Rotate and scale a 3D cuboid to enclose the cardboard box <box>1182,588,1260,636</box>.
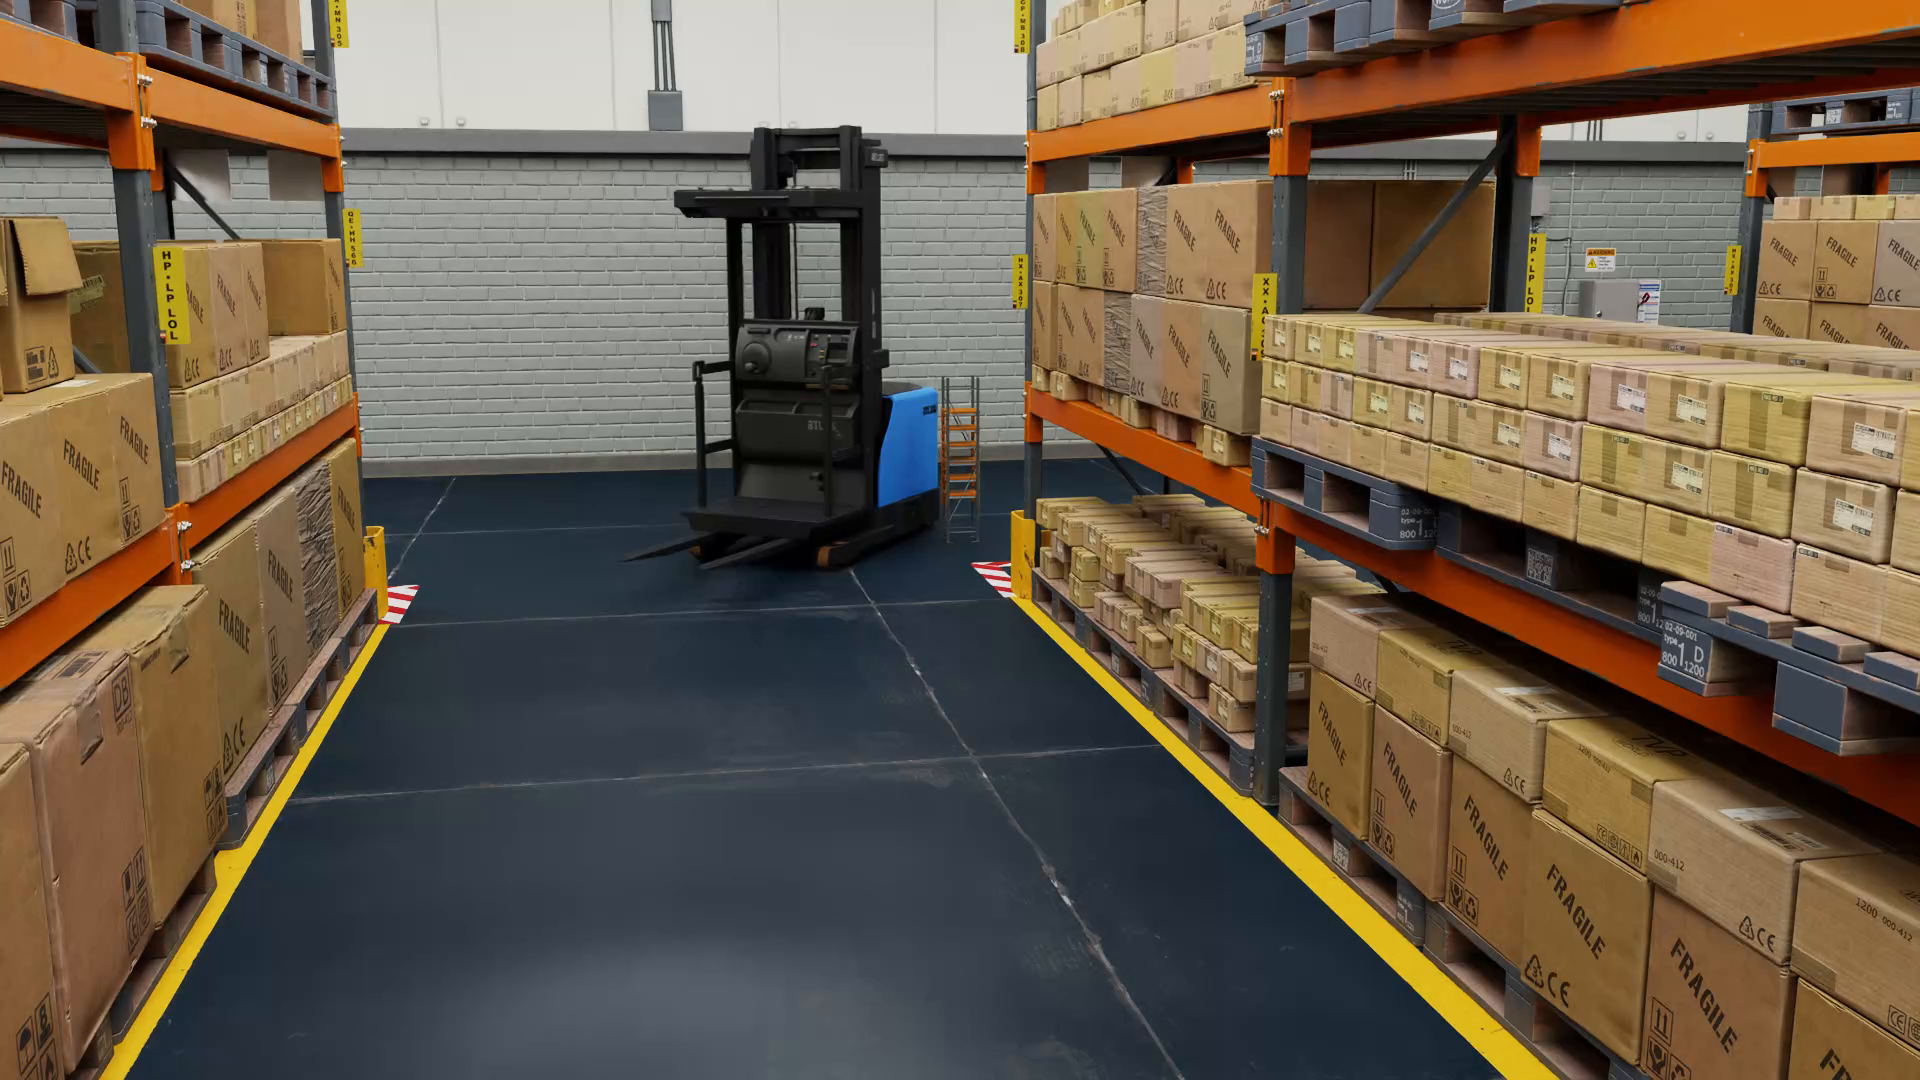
[{"bbox_3d":[1.213,0.318,7.412,0.380,0.149,0.250,-2,11,-12],"label":"cardboard box"}]

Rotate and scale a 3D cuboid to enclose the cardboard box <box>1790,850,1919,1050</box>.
[{"bbox_3d":[2.069,0.834,3.349,0.500,0.250,0.500,-2,11,-12],"label":"cardboard box"}]

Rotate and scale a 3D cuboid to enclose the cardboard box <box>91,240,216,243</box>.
[{"bbox_3d":[-4.056,-1.260,8.395,0.500,0.500,0.500,-2,11,-12],"label":"cardboard box"}]

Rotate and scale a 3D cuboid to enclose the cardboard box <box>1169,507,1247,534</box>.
[{"bbox_3d":[1.422,-0.090,9.556,0.380,0.149,0.250,-2,11,-12],"label":"cardboard box"}]

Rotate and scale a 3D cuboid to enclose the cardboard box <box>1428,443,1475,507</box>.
[{"bbox_3d":[1.566,-0.192,4.730,0.380,0.149,0.250,-2,11,-12],"label":"cardboard box"}]

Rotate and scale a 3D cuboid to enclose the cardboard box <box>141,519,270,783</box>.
[{"bbox_3d":[-3.253,0.438,6.431,0.875,0.875,0.875,-2,11,-11],"label":"cardboard box"}]

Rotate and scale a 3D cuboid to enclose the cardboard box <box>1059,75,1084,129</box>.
[{"bbox_3d":[0.838,-2.382,9.069,0.500,0.250,0.500,-2,11,-9],"label":"cardboard box"}]

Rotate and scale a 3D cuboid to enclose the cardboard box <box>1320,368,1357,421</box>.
[{"bbox_3d":[1.410,-0.482,5.461,0.380,0.149,0.250,-2,11,-10],"label":"cardboard box"}]

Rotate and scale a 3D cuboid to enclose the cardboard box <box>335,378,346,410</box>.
[{"bbox_3d":[-3.537,-0.784,8.968,0.380,0.149,0.250,-2,11,-10],"label":"cardboard box"}]

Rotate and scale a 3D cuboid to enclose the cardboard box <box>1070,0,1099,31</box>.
[{"bbox_3d":[0.803,-2.800,8.860,0.380,0.149,0.250,-2,11,-10],"label":"cardboard box"}]

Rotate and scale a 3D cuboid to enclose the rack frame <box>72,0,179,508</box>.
[{"bbox_3d":[-3.204,-0.275,5.620,1.000,3.000,0.127,-2,11,-11],"label":"rack frame"}]

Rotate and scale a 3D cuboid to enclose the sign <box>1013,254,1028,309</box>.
[{"bbox_3d":[0.371,-1.576,10.140,0.100,0.325,0.005,-2,11,-11],"label":"sign"}]

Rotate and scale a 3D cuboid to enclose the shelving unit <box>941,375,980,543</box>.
[{"bbox_3d":[0.003,-0.587,12.070,0.258,1.200,0.189,-2,11,-11],"label":"shelving unit"}]

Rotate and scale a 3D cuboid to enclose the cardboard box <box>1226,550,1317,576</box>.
[{"bbox_3d":[1.548,0.153,8.279,0.380,0.149,0.250,-3,11,-13],"label":"cardboard box"}]

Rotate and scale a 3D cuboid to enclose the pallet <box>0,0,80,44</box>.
[{"bbox_3d":[-2.977,-1.488,4.484,0.805,0.209,1.217,-3,11,-13],"label":"pallet"}]

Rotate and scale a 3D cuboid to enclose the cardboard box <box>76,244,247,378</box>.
[{"bbox_3d":[-3.134,-0.904,6.523,0.500,0.500,0.500,-2,11,-11],"label":"cardboard box"}]

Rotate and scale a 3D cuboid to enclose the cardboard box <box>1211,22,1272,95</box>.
[{"bbox_3d":[1.321,-1.917,6.625,0.500,0.250,0.500,-2,11,-10],"label":"cardboard box"}]

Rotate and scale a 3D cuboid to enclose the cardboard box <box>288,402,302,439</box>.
[{"bbox_3d":[-3.292,-0.552,7.745,0.380,0.149,0.250,-2,11,-10],"label":"cardboard box"}]

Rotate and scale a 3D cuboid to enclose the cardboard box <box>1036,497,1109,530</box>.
[{"bbox_3d":[0.672,-0.160,9.927,0.380,0.149,0.250,-3,11,-14],"label":"cardboard box"}]

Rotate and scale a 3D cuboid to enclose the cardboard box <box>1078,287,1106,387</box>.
[{"bbox_3d":[0.932,-1.086,8.817,0.500,0.500,0.500,-2,11,-10],"label":"cardboard box"}]

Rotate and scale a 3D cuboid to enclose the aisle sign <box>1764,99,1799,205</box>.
[{"bbox_3d":[5.441,-2.649,11.139,0.394,0.787,0.004,-2,11,-11],"label":"aisle sign"}]

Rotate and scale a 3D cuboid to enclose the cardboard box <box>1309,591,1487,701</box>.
[{"bbox_3d":[1.566,0.361,5.832,0.500,0.250,0.500,-3,11,-14],"label":"cardboard box"}]

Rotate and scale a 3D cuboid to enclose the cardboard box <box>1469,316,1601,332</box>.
[{"bbox_3d":[2.004,-0.696,5.791,0.380,0.149,0.250,-2,11,-13],"label":"cardboard box"}]

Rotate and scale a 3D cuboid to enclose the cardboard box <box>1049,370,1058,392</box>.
[{"bbox_3d":[0.735,-0.931,9.736,0.380,0.149,0.250,-2,11,-9],"label":"cardboard box"}]

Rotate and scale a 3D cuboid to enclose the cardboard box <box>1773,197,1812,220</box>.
[{"bbox_3d":[5.537,-2.153,10.810,0.380,0.149,0.250,-2,11,-10],"label":"cardboard box"}]

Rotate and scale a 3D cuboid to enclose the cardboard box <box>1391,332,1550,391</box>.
[{"bbox_3d":[1.511,-0.532,4.929,0.380,0.149,0.250,-2,11,-11],"label":"cardboard box"}]

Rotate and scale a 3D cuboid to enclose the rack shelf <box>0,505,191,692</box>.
[{"bbox_3d":[-2.815,0.445,3.760,1.077,0.370,4.000,-2,11,-11],"label":"rack shelf"}]

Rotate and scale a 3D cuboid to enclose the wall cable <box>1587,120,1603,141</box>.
[{"bbox_3d":[7.835,-5.489,16.868,2.988,3.039,0.133,-2,11,-11],"label":"wall cable"}]

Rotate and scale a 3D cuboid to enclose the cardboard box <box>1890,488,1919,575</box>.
[{"bbox_3d":[1.917,-0.007,2.961,0.380,0.149,0.250,-2,11,-10],"label":"cardboard box"}]

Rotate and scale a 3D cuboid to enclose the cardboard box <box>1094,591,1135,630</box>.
[{"bbox_3d":[0.926,0.365,8.760,0.380,0.149,0.250,-3,11,-14],"label":"cardboard box"}]

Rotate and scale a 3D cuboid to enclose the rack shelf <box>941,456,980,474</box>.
[{"bbox_3d":[0.003,-0.543,12.079,0.258,0.103,0.180,-2,11,-11],"label":"rack shelf"}]

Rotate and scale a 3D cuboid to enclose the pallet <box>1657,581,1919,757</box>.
[{"bbox_3d":[2.216,0.264,3.300,1.213,0.211,1.003,-2,11,-11],"label":"pallet"}]

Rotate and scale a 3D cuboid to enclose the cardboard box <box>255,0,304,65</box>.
[{"bbox_3d":[-3.828,-2.694,8.645,0.700,0.500,0.500,-3,11,-14],"label":"cardboard box"}]

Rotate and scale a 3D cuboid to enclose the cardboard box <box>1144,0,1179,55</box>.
[{"bbox_3d":[1.146,-2.349,7.559,0.500,0.250,0.500,-2,11,-9],"label":"cardboard box"}]

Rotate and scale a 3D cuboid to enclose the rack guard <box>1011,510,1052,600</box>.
[{"bbox_3d":[0.918,0.071,10.485,1.175,0.500,0.348,-2,11,-11],"label":"rack guard"}]

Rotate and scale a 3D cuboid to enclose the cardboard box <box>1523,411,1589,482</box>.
[{"bbox_3d":[1.664,-0.243,4.204,0.380,0.149,0.250,-2,11,-10],"label":"cardboard box"}]

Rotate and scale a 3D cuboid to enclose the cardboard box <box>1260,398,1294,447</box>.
[{"bbox_3d":[1.307,-0.431,5.987,0.380,0.149,0.250,-3,11,-14],"label":"cardboard box"}]

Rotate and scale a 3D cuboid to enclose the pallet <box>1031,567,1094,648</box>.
[{"bbox_3d":[1.041,0.363,9.723,1.003,0.211,1.213,-2,11,-11],"label":"pallet"}]

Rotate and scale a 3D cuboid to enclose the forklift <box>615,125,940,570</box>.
[{"bbox_3d":[-1.220,-1.327,11.328,1.130,2.935,3.031,5,12,24],"label":"forklift"}]

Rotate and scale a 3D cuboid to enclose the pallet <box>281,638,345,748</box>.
[{"bbox_3d":[-3.515,0.728,7.807,1.003,0.211,1.213,-2,11,-11],"label":"pallet"}]

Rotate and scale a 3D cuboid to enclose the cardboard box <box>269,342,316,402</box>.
[{"bbox_3d":[-3.430,-0.816,8.065,0.500,0.250,0.500,-3,11,-13],"label":"cardboard box"}]

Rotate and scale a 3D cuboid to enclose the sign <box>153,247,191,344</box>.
[{"bbox_3d":[-2.673,-0.827,5.632,0.100,0.325,0.005,-2,11,-11],"label":"sign"}]

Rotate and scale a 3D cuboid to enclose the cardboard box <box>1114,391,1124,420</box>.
[{"bbox_3d":[0.998,-0.692,8.480,0.380,0.149,0.250,-2,11,-9],"label":"cardboard box"}]

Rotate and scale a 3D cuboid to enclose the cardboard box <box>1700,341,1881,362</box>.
[{"bbox_3d":[2.257,-0.457,4.534,0.380,0.149,0.250,-2,11,-12],"label":"cardboard box"}]

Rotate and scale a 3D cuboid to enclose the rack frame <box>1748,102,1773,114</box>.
[{"bbox_3d":[5.739,-4.316,10.807,1.000,3.000,0.127,-2,11,-11],"label":"rack frame"}]

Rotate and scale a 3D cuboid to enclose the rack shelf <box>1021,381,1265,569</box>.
[{"bbox_3d":[1.292,-0.450,8.465,1.077,0.370,4.000,-2,11,-11],"label":"rack shelf"}]

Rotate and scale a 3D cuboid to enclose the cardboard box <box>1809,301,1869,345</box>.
[{"bbox_3d":[5.677,-1.228,10.359,0.500,0.500,0.500,-2,11,-12],"label":"cardboard box"}]

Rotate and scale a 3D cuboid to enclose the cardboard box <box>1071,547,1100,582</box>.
[{"bbox_3d":[0.829,0.128,9.209,0.380,0.149,0.250,-2,11,-9],"label":"cardboard box"}]

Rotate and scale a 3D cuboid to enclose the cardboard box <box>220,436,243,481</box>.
[{"bbox_3d":[-3.038,-0.315,6.499,0.380,0.149,0.250,-2,11,-9],"label":"cardboard box"}]

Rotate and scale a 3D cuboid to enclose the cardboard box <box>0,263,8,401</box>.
[{"bbox_3d":[-2.949,-0.574,4.240,0.797,0.503,0.637,-2,11,-10],"label":"cardboard box"}]

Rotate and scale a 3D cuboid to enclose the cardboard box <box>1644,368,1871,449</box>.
[{"bbox_3d":[1.761,-0.295,3.681,0.380,0.149,0.250,-2,11,-9],"label":"cardboard box"}]

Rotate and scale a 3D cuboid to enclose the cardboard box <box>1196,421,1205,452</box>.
[{"bbox_3d":[1.246,-0.452,7.221,0.380,0.149,0.250,-2,11,-9],"label":"cardboard box"}]

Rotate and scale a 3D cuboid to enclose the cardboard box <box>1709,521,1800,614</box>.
[{"bbox_3d":[1.815,0.047,3.475,0.380,0.149,0.250,-2,11,-10],"label":"cardboard box"}]

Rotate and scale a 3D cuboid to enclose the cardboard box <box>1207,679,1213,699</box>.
[{"bbox_3d":[1.302,0.647,7.277,0.380,0.149,0.250,-2,11,-9],"label":"cardboard box"}]

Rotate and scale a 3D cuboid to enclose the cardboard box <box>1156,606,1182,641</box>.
[{"bbox_3d":[1.153,0.372,7.928,0.380,0.149,0.250,-2,11,-10],"label":"cardboard box"}]

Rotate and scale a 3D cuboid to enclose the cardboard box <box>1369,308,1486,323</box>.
[{"bbox_3d":[1.832,-0.732,6.959,0.500,0.500,0.500,-2,11,-12],"label":"cardboard box"}]

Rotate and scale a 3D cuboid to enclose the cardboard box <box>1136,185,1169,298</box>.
[{"bbox_3d":[1.133,-1.389,7.734,0.500,0.500,0.500,-2,11,-10],"label":"cardboard box"}]

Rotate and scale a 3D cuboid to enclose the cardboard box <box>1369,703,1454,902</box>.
[{"bbox_3d":[1.669,0.827,5.393,0.500,0.500,0.500,-2,11,-8],"label":"cardboard box"}]

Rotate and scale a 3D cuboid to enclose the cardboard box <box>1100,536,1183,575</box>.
[{"bbox_3d":[0.947,0.080,8.662,0.380,0.149,0.250,-2,11,-10],"label":"cardboard box"}]
